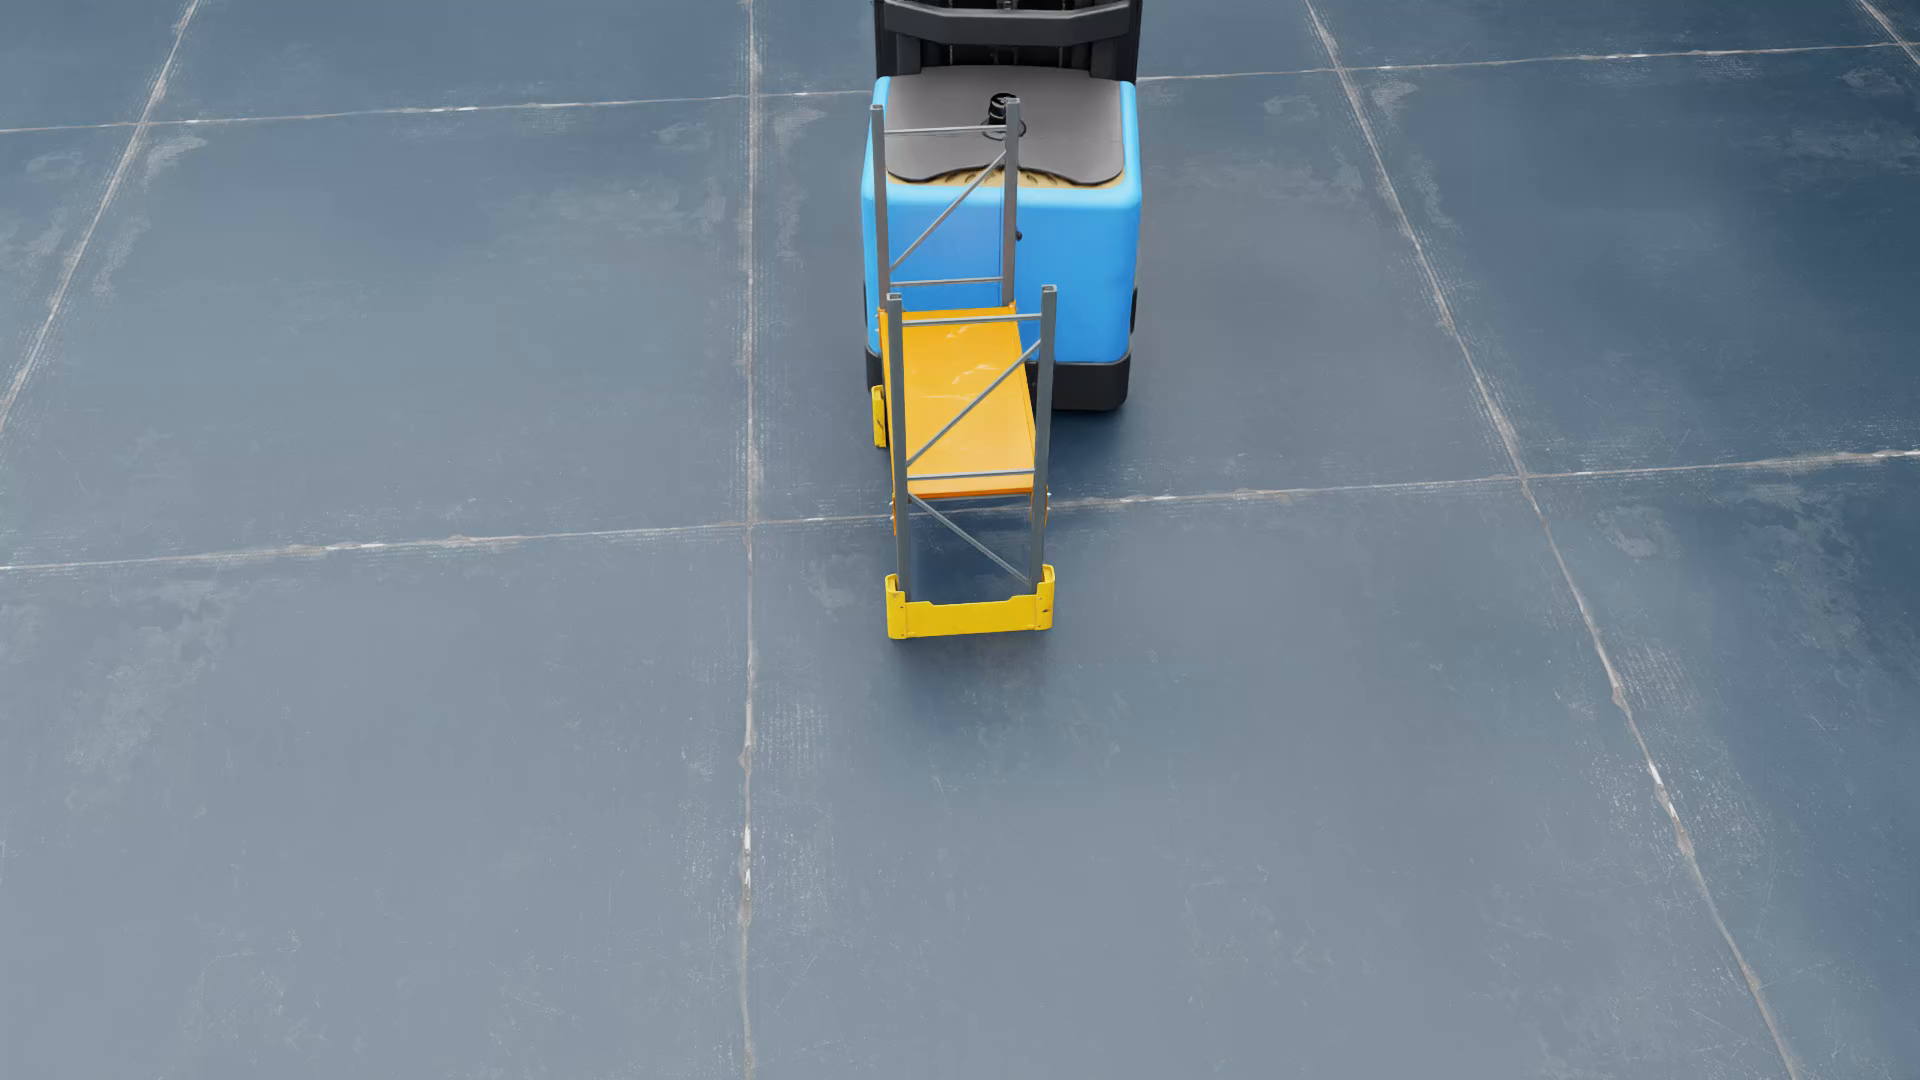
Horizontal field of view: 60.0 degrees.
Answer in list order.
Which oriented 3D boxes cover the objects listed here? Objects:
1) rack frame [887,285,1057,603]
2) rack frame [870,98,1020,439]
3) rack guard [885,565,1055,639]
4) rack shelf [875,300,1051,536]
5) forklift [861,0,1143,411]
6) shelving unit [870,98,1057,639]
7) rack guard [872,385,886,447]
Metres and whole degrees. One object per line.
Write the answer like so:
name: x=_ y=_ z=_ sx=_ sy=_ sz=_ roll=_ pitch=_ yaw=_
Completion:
rack frame: x=0.035 y=-0.210 z=5.416 sx=0.500 sy=1.500 sz=0.032 roll=-3 pitch=47 yaw=-3
rack frame: x=-0.050 y=-0.945 z=6.112 sx=0.500 sy=1.500 sz=0.032 roll=-3 pitch=47 yaw=-3
rack guard: x=0.035 y=0.219 z=5.870 sx=0.587 sy=0.250 sz=0.087 roll=-3 pitch=47 yaw=-3
rack shelf: x=-0.007 y=-0.454 z=5.895 sx=0.538 sy=0.185 sz=1.000 roll=-3 pitch=47 yaw=-3
forklift: x=0.203 y=-2.585 z=6.679 sx=1.130 sy=2.935 sz=3.031 roll=2 pitch=47 yaw=1
shelving unit: x=-0.006 y=-0.571 z=5.758 sx=0.587 sy=1.500 sz=1.083 roll=-3 pitch=47 yaw=-3
rack guard: x=-0.048 y=-0.501 z=6.553 sx=0.587 sy=0.250 sz=0.087 roll=-3 pitch=47 yaw=-3
